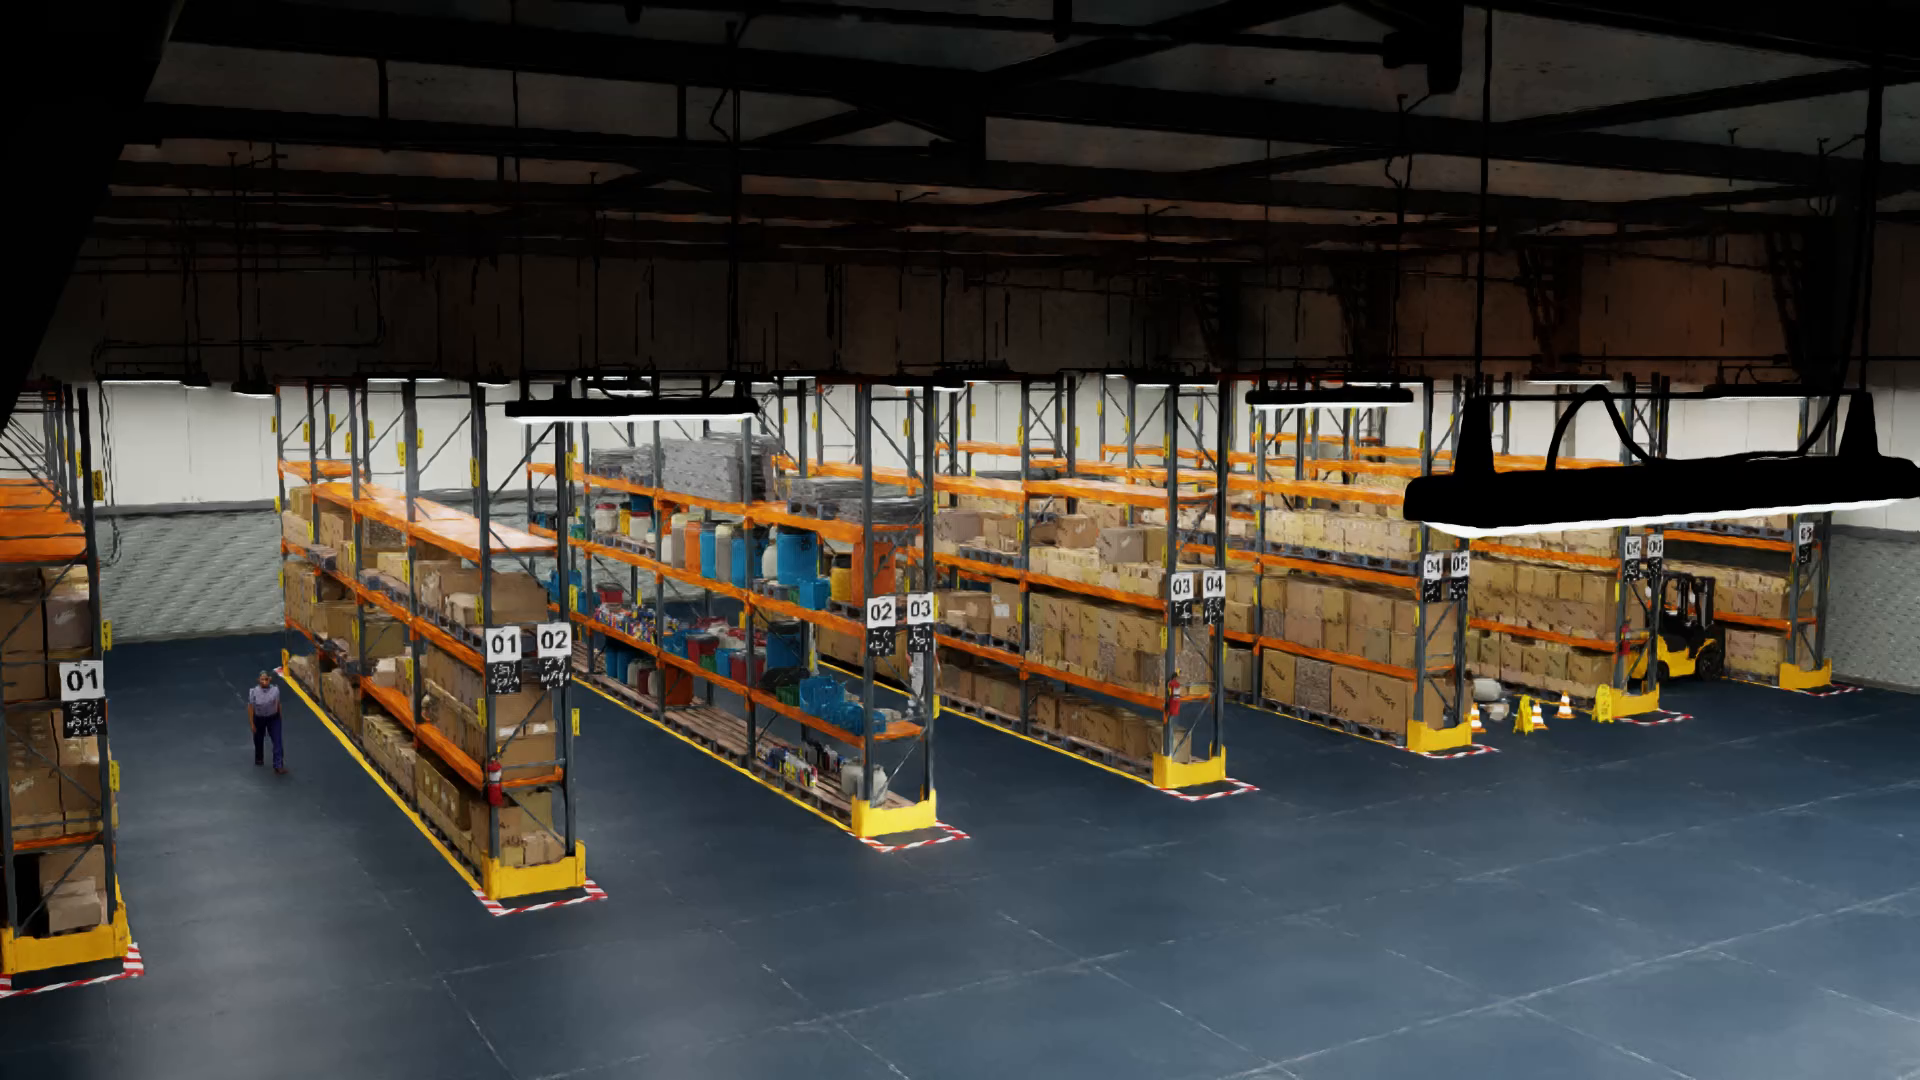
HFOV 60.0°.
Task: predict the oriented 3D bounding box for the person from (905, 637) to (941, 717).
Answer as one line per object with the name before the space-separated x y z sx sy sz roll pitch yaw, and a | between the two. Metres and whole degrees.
person | -0.642 2.279 29.231 0.677 1.741 0.552 -4 7 -31

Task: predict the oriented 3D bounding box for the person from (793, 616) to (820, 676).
person | -3.074 1.945 32.756 0.499 1.579 1.068 -3 7 -26

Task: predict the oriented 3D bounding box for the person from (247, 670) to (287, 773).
person | -10.635 2.770 25.448 0.479 1.544 1.090 -3 7 -28

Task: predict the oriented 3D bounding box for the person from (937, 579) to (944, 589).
person | -0.535 1.630 35.719 0.592 1.618 0.532 -4 7 -32
